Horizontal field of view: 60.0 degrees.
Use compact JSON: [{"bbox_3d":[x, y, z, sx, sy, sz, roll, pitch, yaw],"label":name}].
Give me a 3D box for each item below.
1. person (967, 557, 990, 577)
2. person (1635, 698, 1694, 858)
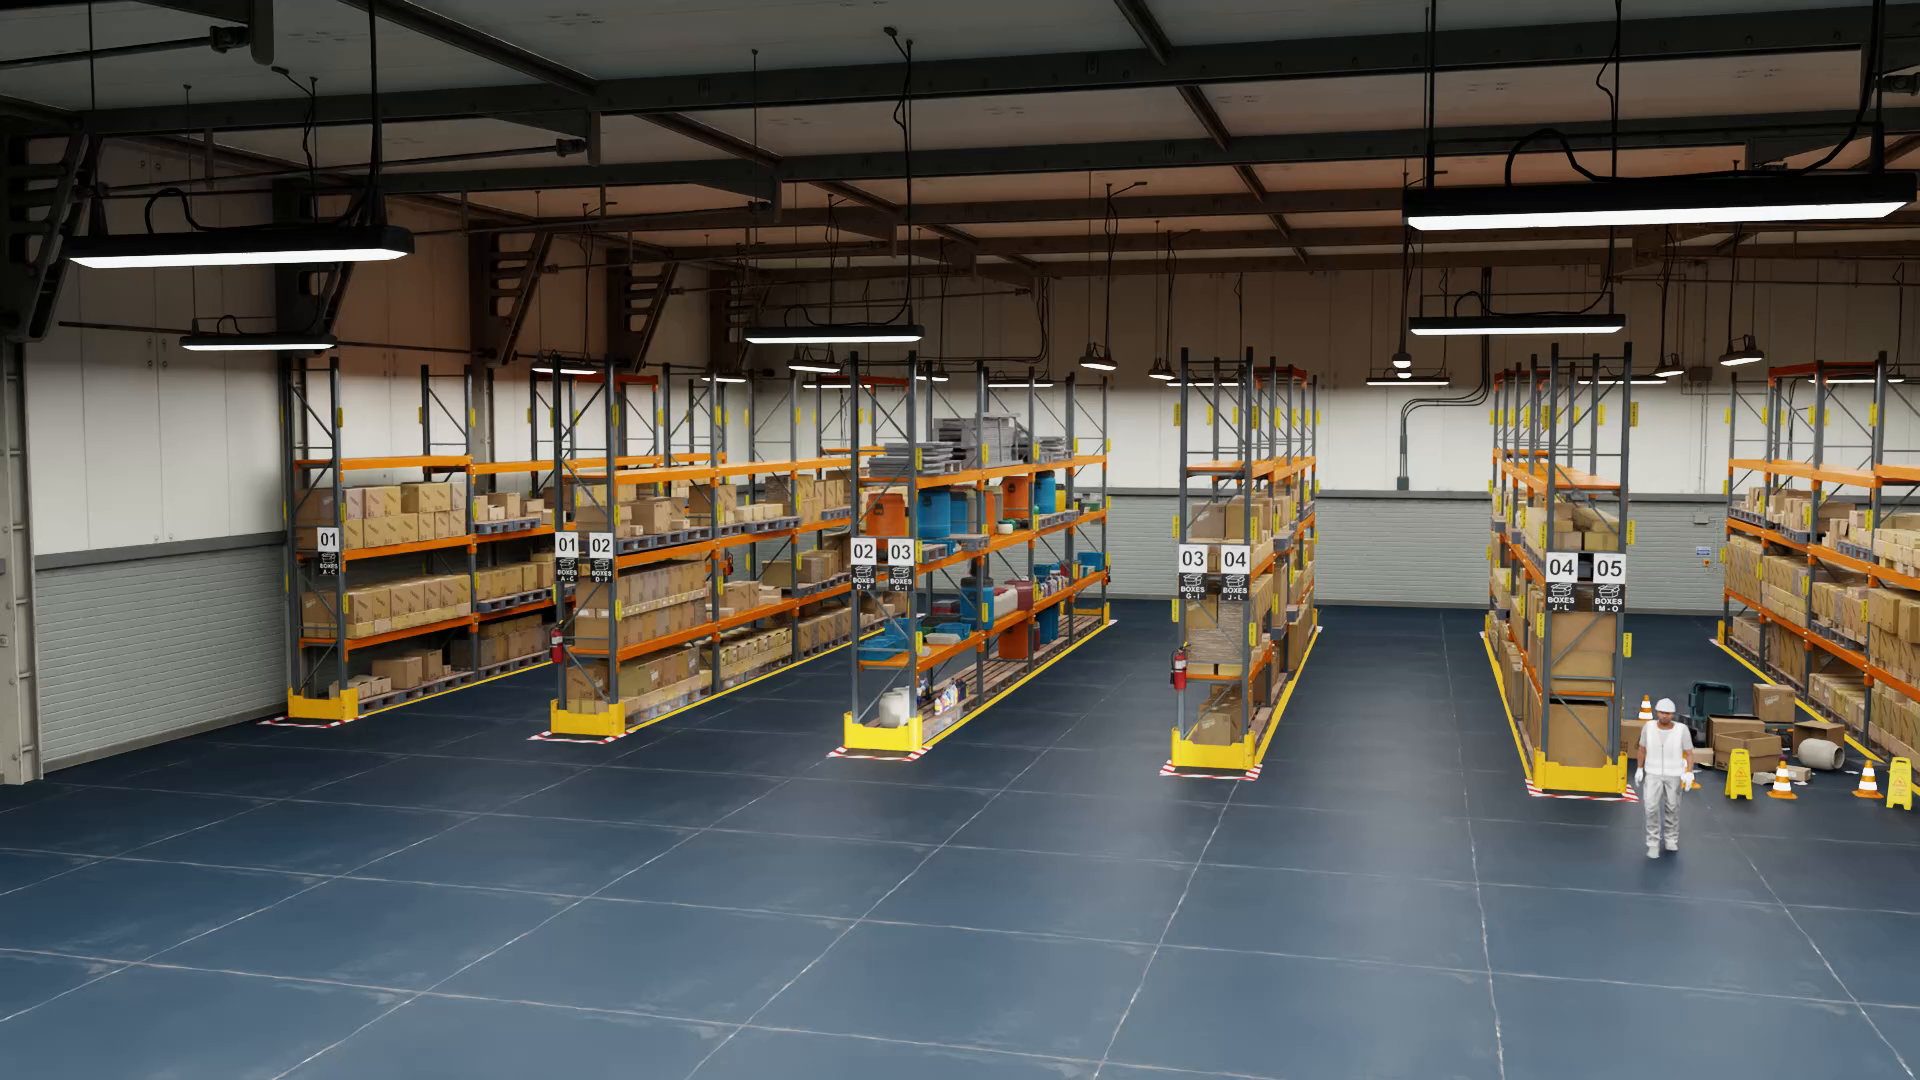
[{"bbox_3d":[0.468,0.935,43.889,0.578,1.664,1.070,1,4,13],"label":"person"},{"bbox_3d":[8.079,2.725,19.089,0.631,1.821,0.593,2,5,30],"label":"person"}]
